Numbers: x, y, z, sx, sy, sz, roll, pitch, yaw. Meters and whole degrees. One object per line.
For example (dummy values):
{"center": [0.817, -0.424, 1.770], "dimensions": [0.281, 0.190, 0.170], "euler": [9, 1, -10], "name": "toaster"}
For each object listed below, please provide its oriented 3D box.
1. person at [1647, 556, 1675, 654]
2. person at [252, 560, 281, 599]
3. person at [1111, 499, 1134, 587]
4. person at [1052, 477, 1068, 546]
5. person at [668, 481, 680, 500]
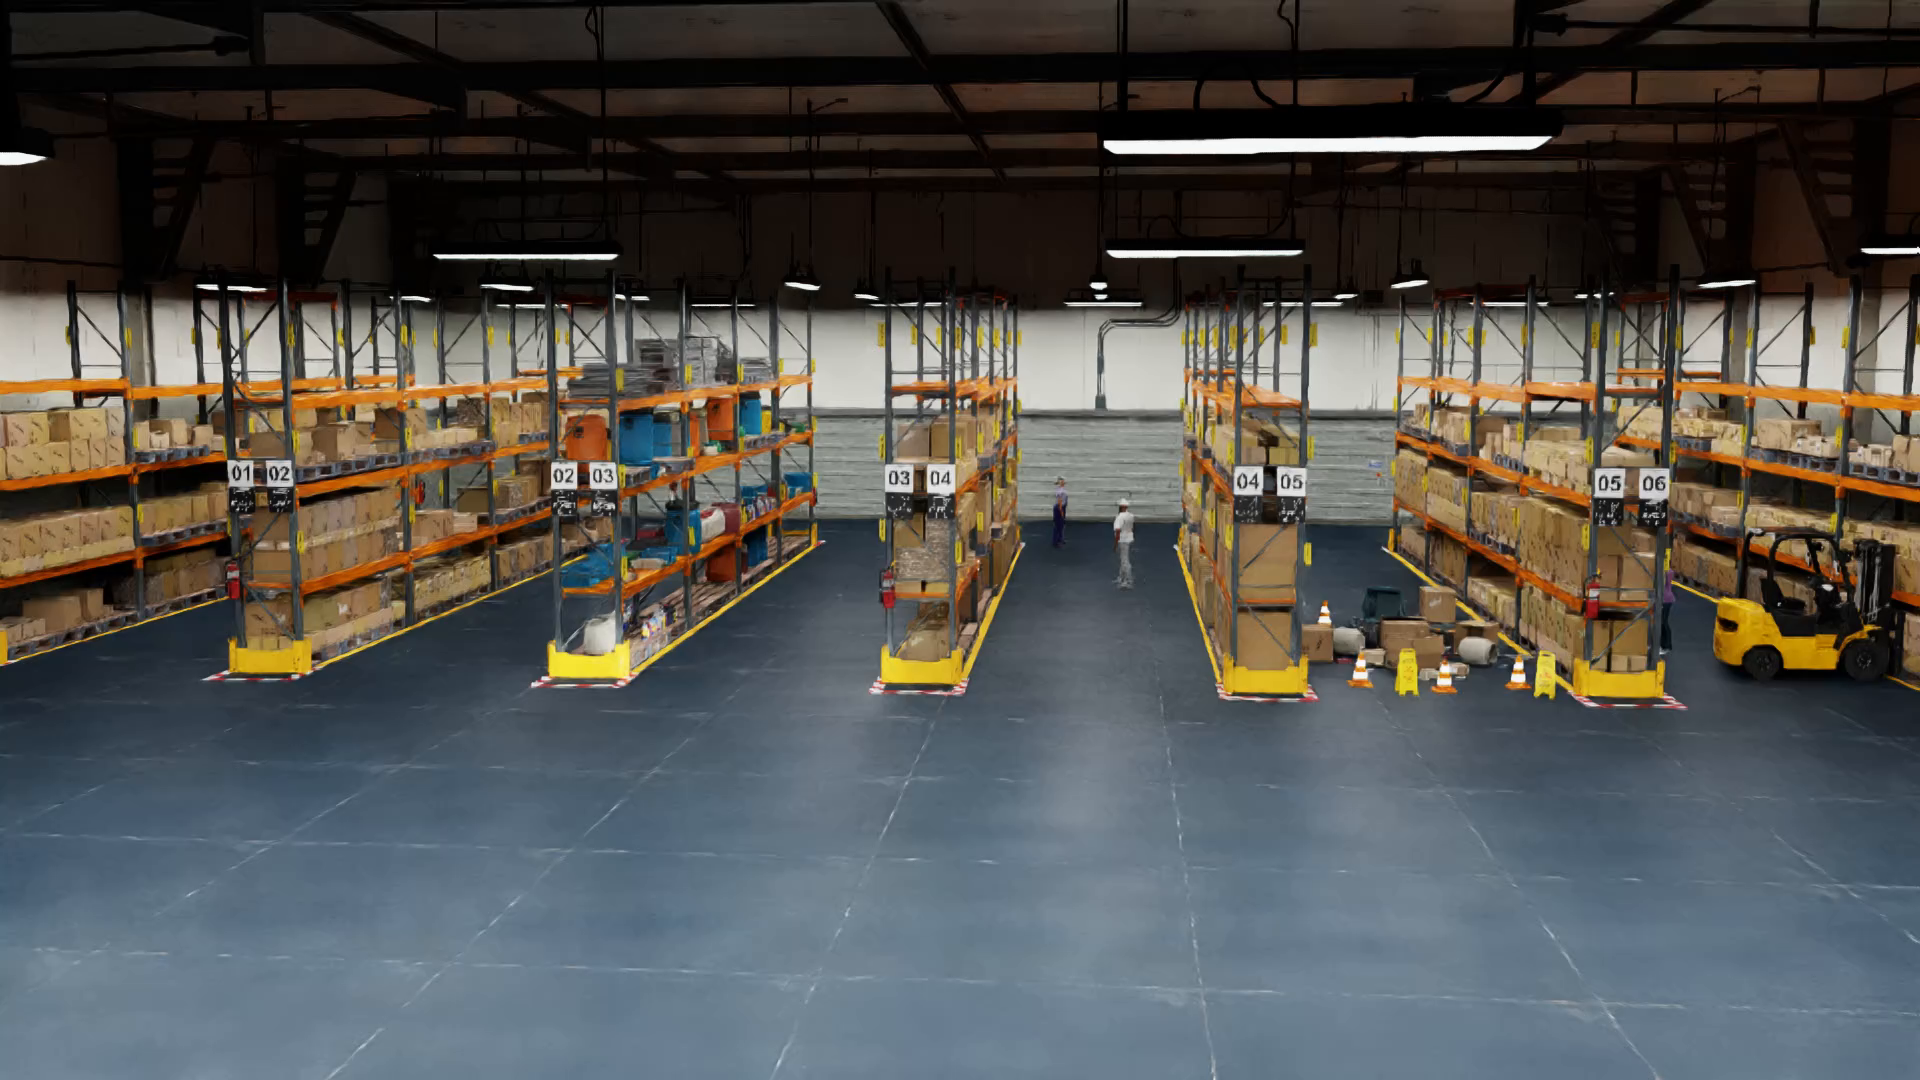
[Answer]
{"center": [11.142, 0.996, 26.429], "dimensions": [0.449, 1.599, 0.467], "euler": [5, 9, 36], "name": "person"}
{"center": [-11.866, 0.684, 28.526], "dimensions": [0.566, 1.706, 1.122], "euler": [1, 7, 7], "name": "person"}
{"center": [3.276, 0.039, 33.568], "dimensions": [0.591, 1.763, 0.685], "euler": [4, 8, 28], "name": "person"}
{"center": [2.413, -0.700, 40.181], "dimensions": [0.375, 1.643, 0.633], "euler": [1, 7, 6], "name": "person"}
{"center": [-6.806, -0.614, 39.580], "dimensions": [0.344, 1.602, 0.553], "euler": [0, 7, -3], "name": "person"}
